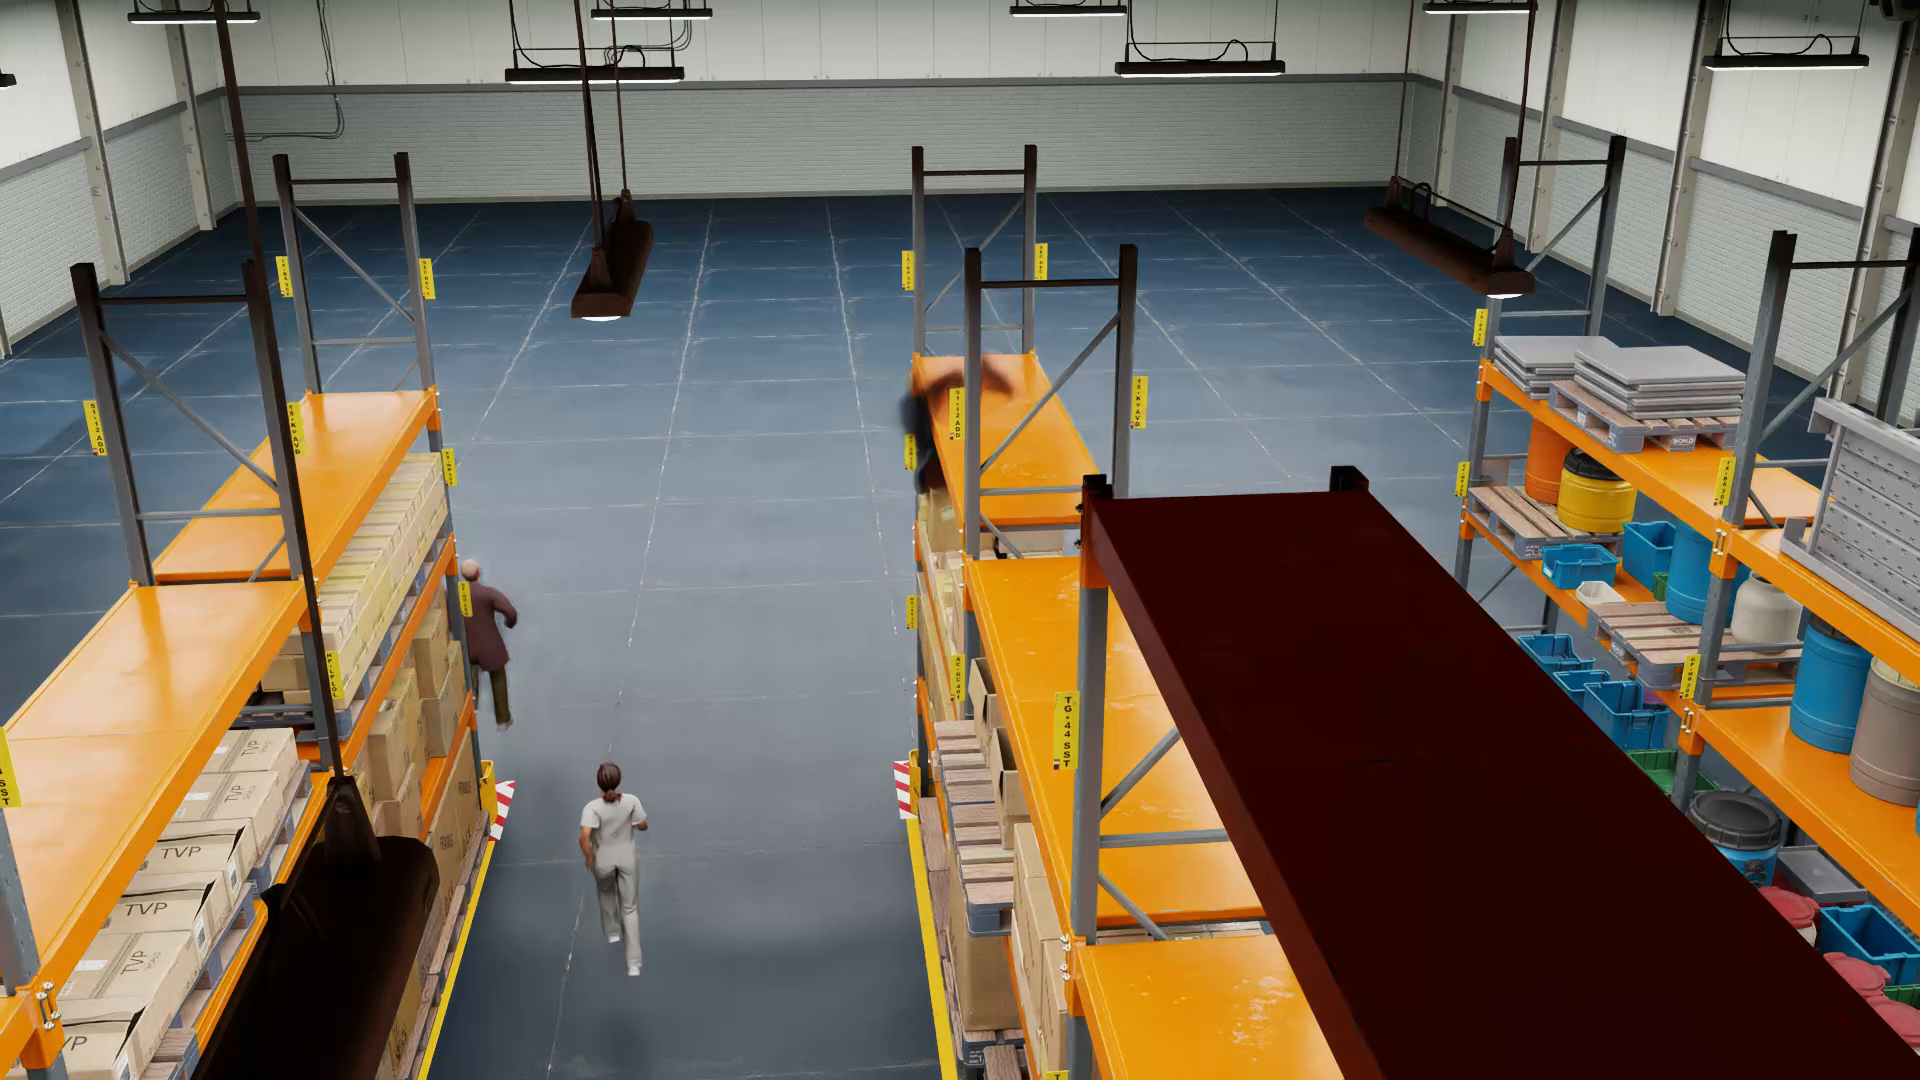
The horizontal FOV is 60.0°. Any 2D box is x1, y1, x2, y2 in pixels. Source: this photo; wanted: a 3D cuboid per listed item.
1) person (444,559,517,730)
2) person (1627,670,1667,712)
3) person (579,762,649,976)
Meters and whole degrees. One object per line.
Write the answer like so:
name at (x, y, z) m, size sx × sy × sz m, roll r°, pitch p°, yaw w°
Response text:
person at (-4.731, 1.014, 16.359) m, size 0.811 × 1.794 × 0.561 m, roll -4°, pitch 22°, yaw -10°
person at (6.512, 1.517, 15.590) m, size 0.541 × 1.580 × 0.866 m, roll -7°, pitch 23°, yaw -18°
person at (-2.581, 2.479, 12.530) m, size 0.518 × 1.696 × 0.887 m, roll -5°, pitch 22°, yaw -12°
